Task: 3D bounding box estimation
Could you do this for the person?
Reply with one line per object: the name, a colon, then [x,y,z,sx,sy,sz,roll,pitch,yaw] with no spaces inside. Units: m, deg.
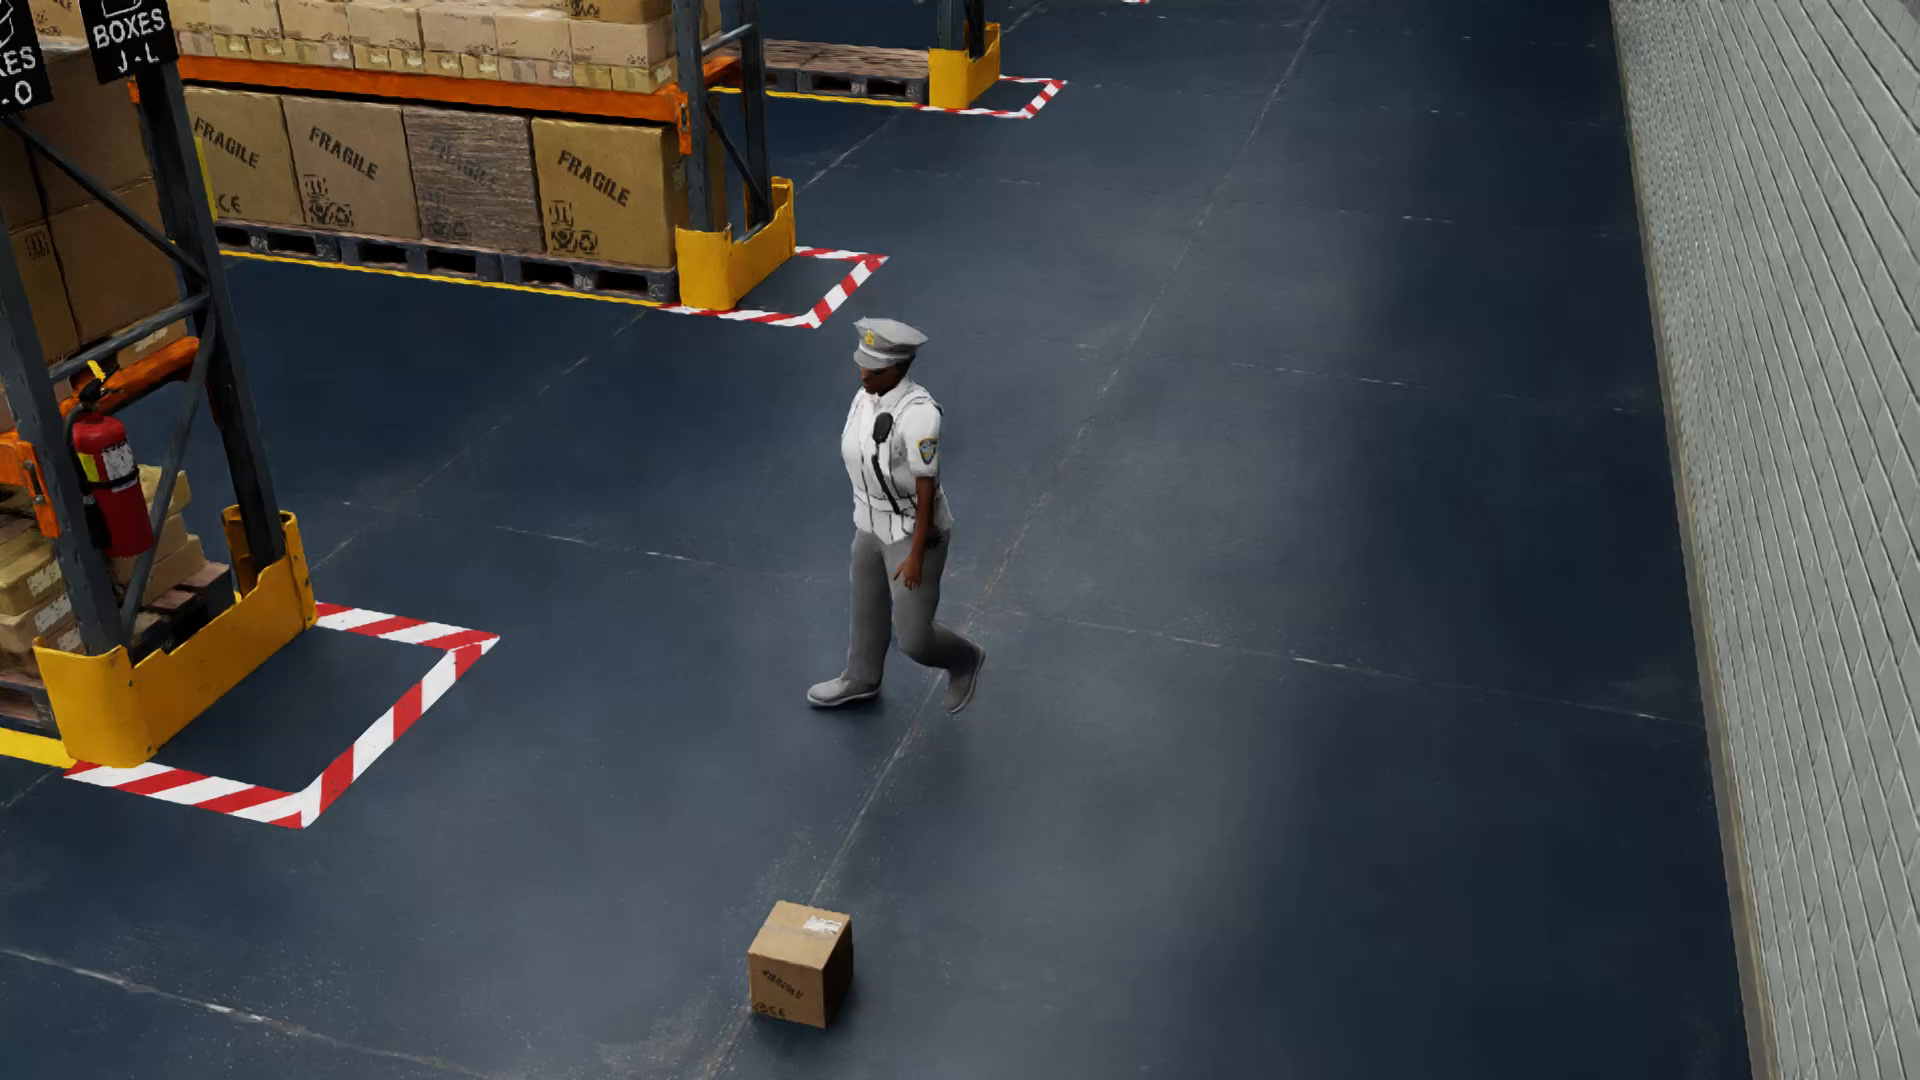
person: [-0.232,-0.055,6.180,0.535,1.668,0.613,-21,36,-33]
